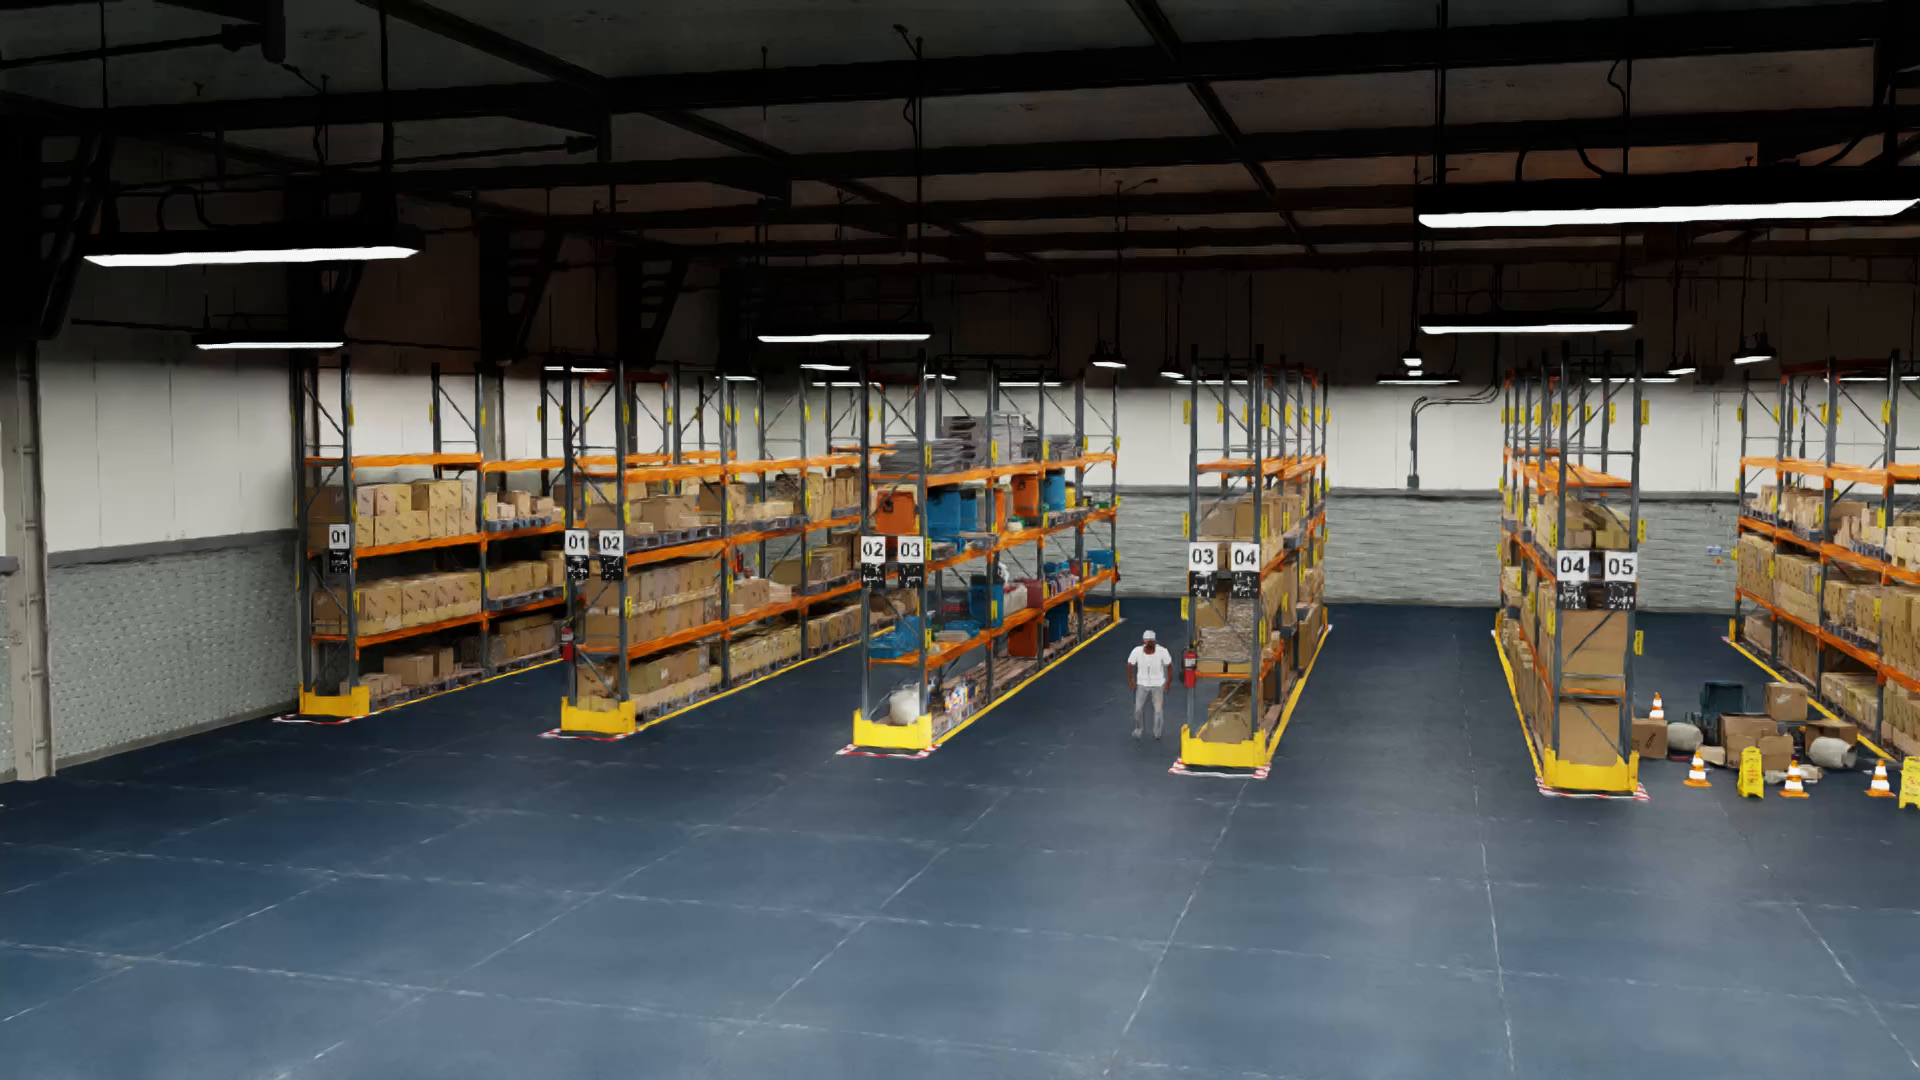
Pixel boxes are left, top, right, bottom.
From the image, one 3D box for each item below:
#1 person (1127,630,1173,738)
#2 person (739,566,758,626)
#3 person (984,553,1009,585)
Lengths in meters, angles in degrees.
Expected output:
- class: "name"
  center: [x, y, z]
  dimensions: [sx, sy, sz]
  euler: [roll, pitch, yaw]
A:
- class: "person"
  center: [2.929, 2.226, 25.714]
  dimensions: [0.719, 1.714, 0.572]
  euler: [1, 4, 14]
- class: "person"
  center: [-4.636, 1.402, 36.454]
  dimensions: [0.585, 1.698, 1.193]
  euler: [1, 5, 18]
- class: "person"
  center: [0.909, 1.099, 41.309]
  dimensions: [0.639, 1.632, 0.506]
  euler: [1, 4, 13]
